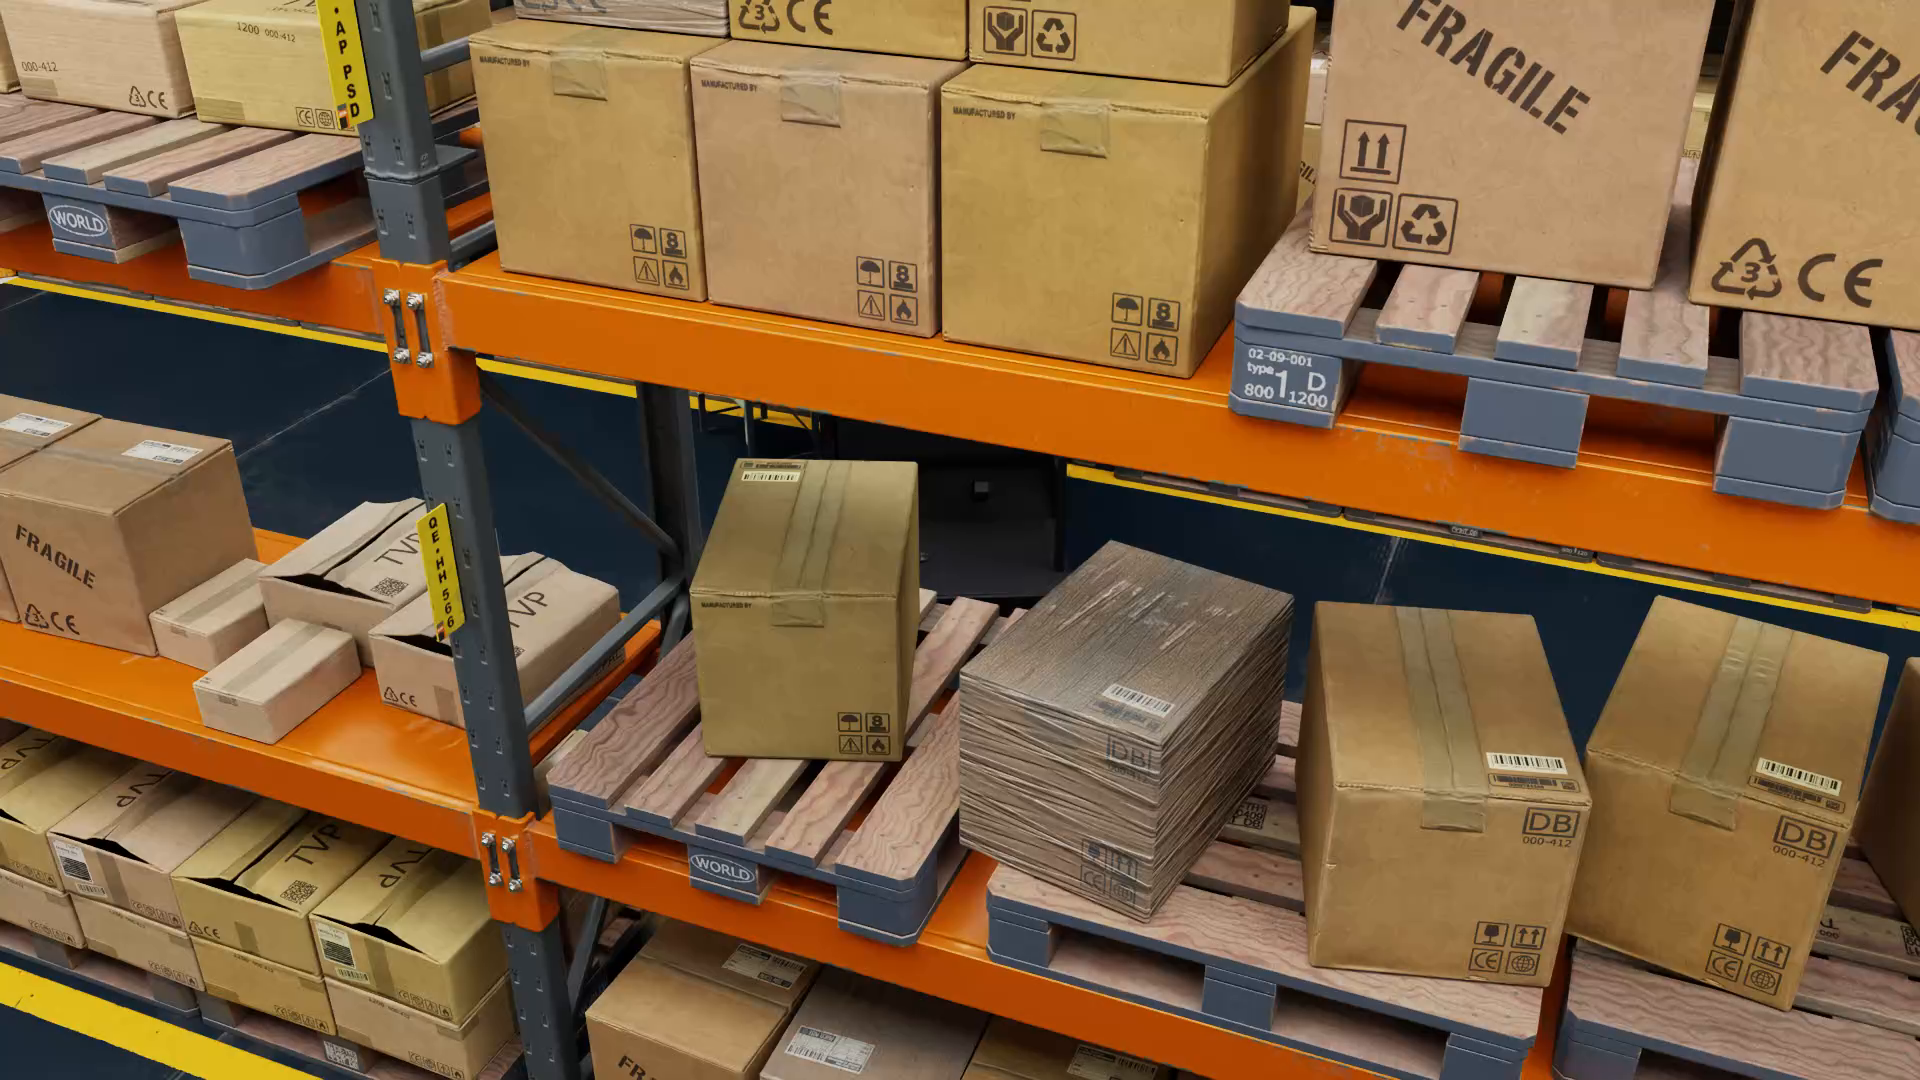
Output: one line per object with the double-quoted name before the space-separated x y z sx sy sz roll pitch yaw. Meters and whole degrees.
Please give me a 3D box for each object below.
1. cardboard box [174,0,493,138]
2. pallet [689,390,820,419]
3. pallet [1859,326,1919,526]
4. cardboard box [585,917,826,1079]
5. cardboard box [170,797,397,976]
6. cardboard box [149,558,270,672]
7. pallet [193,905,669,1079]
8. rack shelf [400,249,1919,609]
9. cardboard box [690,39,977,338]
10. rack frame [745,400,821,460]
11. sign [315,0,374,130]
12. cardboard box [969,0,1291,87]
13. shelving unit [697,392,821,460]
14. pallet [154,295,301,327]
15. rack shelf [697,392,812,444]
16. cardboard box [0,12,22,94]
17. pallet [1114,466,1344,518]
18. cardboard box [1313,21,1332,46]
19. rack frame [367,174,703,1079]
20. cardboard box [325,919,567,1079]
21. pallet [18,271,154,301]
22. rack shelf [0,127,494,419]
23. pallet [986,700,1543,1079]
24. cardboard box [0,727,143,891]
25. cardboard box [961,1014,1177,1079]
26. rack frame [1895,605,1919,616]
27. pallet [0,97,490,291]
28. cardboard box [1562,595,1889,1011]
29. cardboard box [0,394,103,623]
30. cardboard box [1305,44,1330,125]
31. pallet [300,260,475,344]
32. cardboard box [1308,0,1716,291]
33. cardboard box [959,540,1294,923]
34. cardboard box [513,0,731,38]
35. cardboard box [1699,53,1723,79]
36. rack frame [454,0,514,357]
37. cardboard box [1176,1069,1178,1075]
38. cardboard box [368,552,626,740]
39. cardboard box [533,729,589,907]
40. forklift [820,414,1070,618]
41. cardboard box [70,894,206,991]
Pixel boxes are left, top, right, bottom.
"cardboard box" -1.448 -1.153 3.919 0.500 0.250 0.500 9 31 15
"pallet" -0.998 -1.088 9.961 1.213 0.211 1.003 11 31 19
"pallet" 2.122 -0.308 2.889 1.003 0.211 1.213 11 31 19
"cardboard box" -0.692 1.440 4.747 0.500 0.500 0.500 13 32 21
"cardboard box" -2.069 1.021 5.193 0.500 0.311 0.500 11 31 18
"cardboard box" -2.209 0.228 5.054 0.250 0.149 0.380 14 32 23
"pallet" -1.755 1.373 5.607 1.213 0.211 1.003 11 31 19
"rack shelf" 0.847 -0.294 3.404 4.000 0.370 1.077 11 31 19
"cardboard box" -0.117 -0.861 3.575 0.500 0.500 0.910 11 31 19
"rack frame" -0.923 -0.987 8.472 0.400 1.500 0.023 -15 33 -25
"sign" -1.223 -0.985 3.290 0.005 0.325 0.100 11 31 19
"cardboard box" 0.340 -1.184 3.130 0.500 0.500 0.500 11 31 19
"shelving unit" -1.099 -1.145 8.752 0.431 1.500 0.755 -15 33 -25
"pallet" -4.624 -1.790 11.202 1.213 0.211 1.003 11 31 19
"rack shelf" -1.099 -0.861 8.912 0.431 0.370 0.720 -15 33 -25
"cardboard box" -2.467 -1.353 4.272 0.500 0.250 0.500 11 31 18
"pallet" 1.555 -0.536 8.985 1.213 0.211 1.003 11 31 19
"cardboard box" 1.849 -2.376 8.218 0.500 0.250 0.500 10 31 17
"rack frame" -1.007 0.329 4.620 0.127 3.000 1.000 11 31 19
"cardboard box" -1.586 1.357 5.169 0.500 0.250 0.500 12 32 20
"pallet" -5.751 -2.016 11.603 1.213 0.211 1.003 11 31 19
"rack shelf" -2.860 -1.034 4.714 4.000 0.370 1.077 11 31 19
"pallet" 0.797 0.770 4.034 1.213 0.211 1.003 11 31 19
"cardboard box" -2.999 0.833 5.526 0.500 0.311 0.500 12 32 20
"cardboard box" 0.258 1.629 4.412 0.500 0.500 0.500 11 31 18
"rack frame" 4.559 -1.191 7.308 0.127 3.000 1.000 11 31 19
"pallet" -1.669 -0.980 4.078 1.003 0.211 1.213 13 32 21
"cardboard box" 1.684 0.554 3.692 0.500 0.500 0.700 17 33 27
"cardboard box" -3.055 -0.115 5.304 0.500 0.500 0.500 11 31 19
"cardboard box" 1.674 -2.138 7.798 0.500 0.250 0.500 11 31 18
"pallet" -3.490 -1.565 10.804 1.213 0.211 1.003 11 31 19
"cardboard box" 1.024 -0.879 3.079 0.600 0.600 0.600 10 31 17
"cardboard box" 0.395 0.424 3.923 0.500 0.500 0.700 18 34 28
"cardboard box" -0.605 -1.372 3.463 0.500 0.500 0.500 11 31 19
"cardboard box" 3.277 -2.087 7.707 0.500 0.250 0.500 10 31 17
"rack frame" -2.854 -2.671 9.927 0.127 3.000 1.000 11 31 19
"cardboard box" 0.428 1.387 4.840 0.500 0.500 0.500 10 31 17
"cardboard box" -1.327 0.280 4.796 0.500 0.311 0.500 13 32 22
"cardboard box" -1.381 0.868 5.464 0.500 0.311 0.500 12 32 21
"forklift" -0.074 -0.952 6.955 1.130 2.935 3.031 -1 30 -2
"cardboard box" -2.530 1.169 5.502 0.500 0.250 0.500 12 32 20
